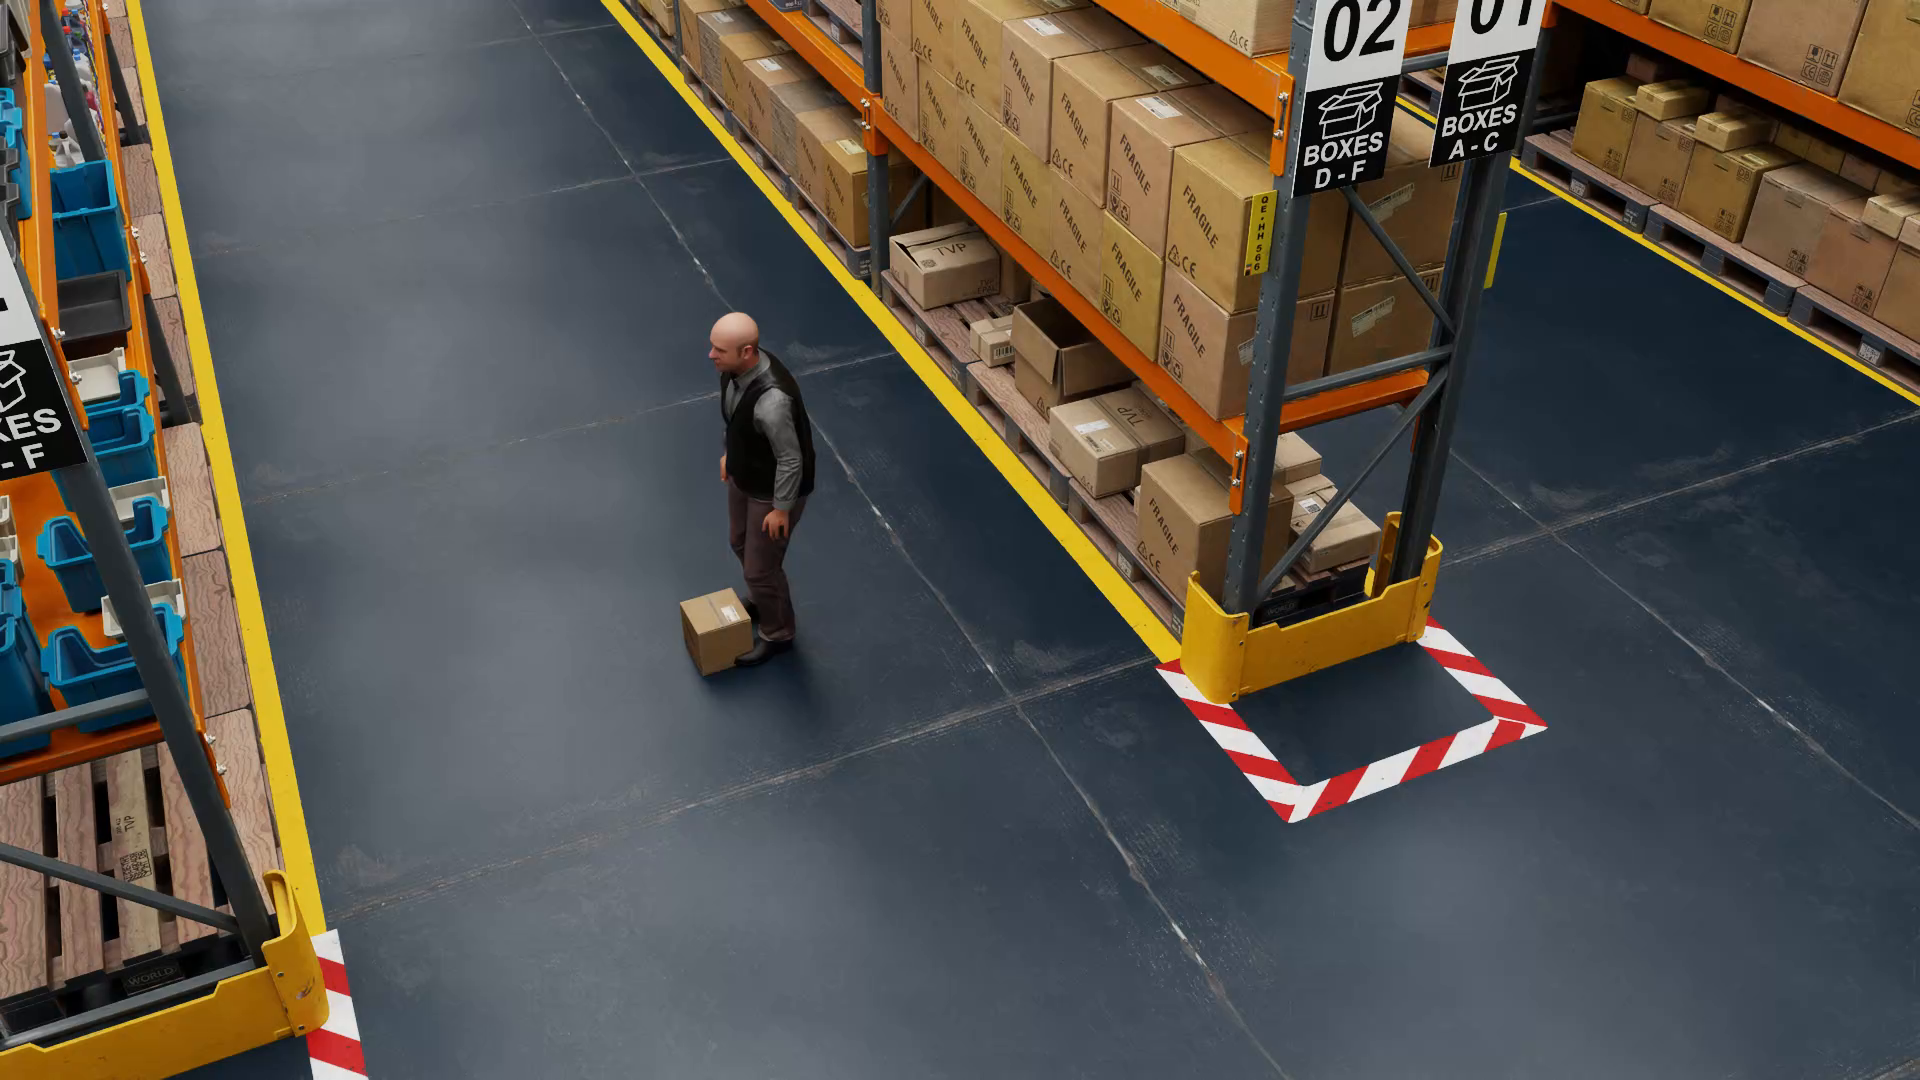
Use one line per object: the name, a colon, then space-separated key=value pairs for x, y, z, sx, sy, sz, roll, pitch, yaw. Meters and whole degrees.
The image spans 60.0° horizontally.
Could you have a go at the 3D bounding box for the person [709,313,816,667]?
person: x=-0.869 y=-0.236 z=7.188 sx=0.471 sy=1.721 sz=0.594 roll=-18 pitch=41 yaw=-22
